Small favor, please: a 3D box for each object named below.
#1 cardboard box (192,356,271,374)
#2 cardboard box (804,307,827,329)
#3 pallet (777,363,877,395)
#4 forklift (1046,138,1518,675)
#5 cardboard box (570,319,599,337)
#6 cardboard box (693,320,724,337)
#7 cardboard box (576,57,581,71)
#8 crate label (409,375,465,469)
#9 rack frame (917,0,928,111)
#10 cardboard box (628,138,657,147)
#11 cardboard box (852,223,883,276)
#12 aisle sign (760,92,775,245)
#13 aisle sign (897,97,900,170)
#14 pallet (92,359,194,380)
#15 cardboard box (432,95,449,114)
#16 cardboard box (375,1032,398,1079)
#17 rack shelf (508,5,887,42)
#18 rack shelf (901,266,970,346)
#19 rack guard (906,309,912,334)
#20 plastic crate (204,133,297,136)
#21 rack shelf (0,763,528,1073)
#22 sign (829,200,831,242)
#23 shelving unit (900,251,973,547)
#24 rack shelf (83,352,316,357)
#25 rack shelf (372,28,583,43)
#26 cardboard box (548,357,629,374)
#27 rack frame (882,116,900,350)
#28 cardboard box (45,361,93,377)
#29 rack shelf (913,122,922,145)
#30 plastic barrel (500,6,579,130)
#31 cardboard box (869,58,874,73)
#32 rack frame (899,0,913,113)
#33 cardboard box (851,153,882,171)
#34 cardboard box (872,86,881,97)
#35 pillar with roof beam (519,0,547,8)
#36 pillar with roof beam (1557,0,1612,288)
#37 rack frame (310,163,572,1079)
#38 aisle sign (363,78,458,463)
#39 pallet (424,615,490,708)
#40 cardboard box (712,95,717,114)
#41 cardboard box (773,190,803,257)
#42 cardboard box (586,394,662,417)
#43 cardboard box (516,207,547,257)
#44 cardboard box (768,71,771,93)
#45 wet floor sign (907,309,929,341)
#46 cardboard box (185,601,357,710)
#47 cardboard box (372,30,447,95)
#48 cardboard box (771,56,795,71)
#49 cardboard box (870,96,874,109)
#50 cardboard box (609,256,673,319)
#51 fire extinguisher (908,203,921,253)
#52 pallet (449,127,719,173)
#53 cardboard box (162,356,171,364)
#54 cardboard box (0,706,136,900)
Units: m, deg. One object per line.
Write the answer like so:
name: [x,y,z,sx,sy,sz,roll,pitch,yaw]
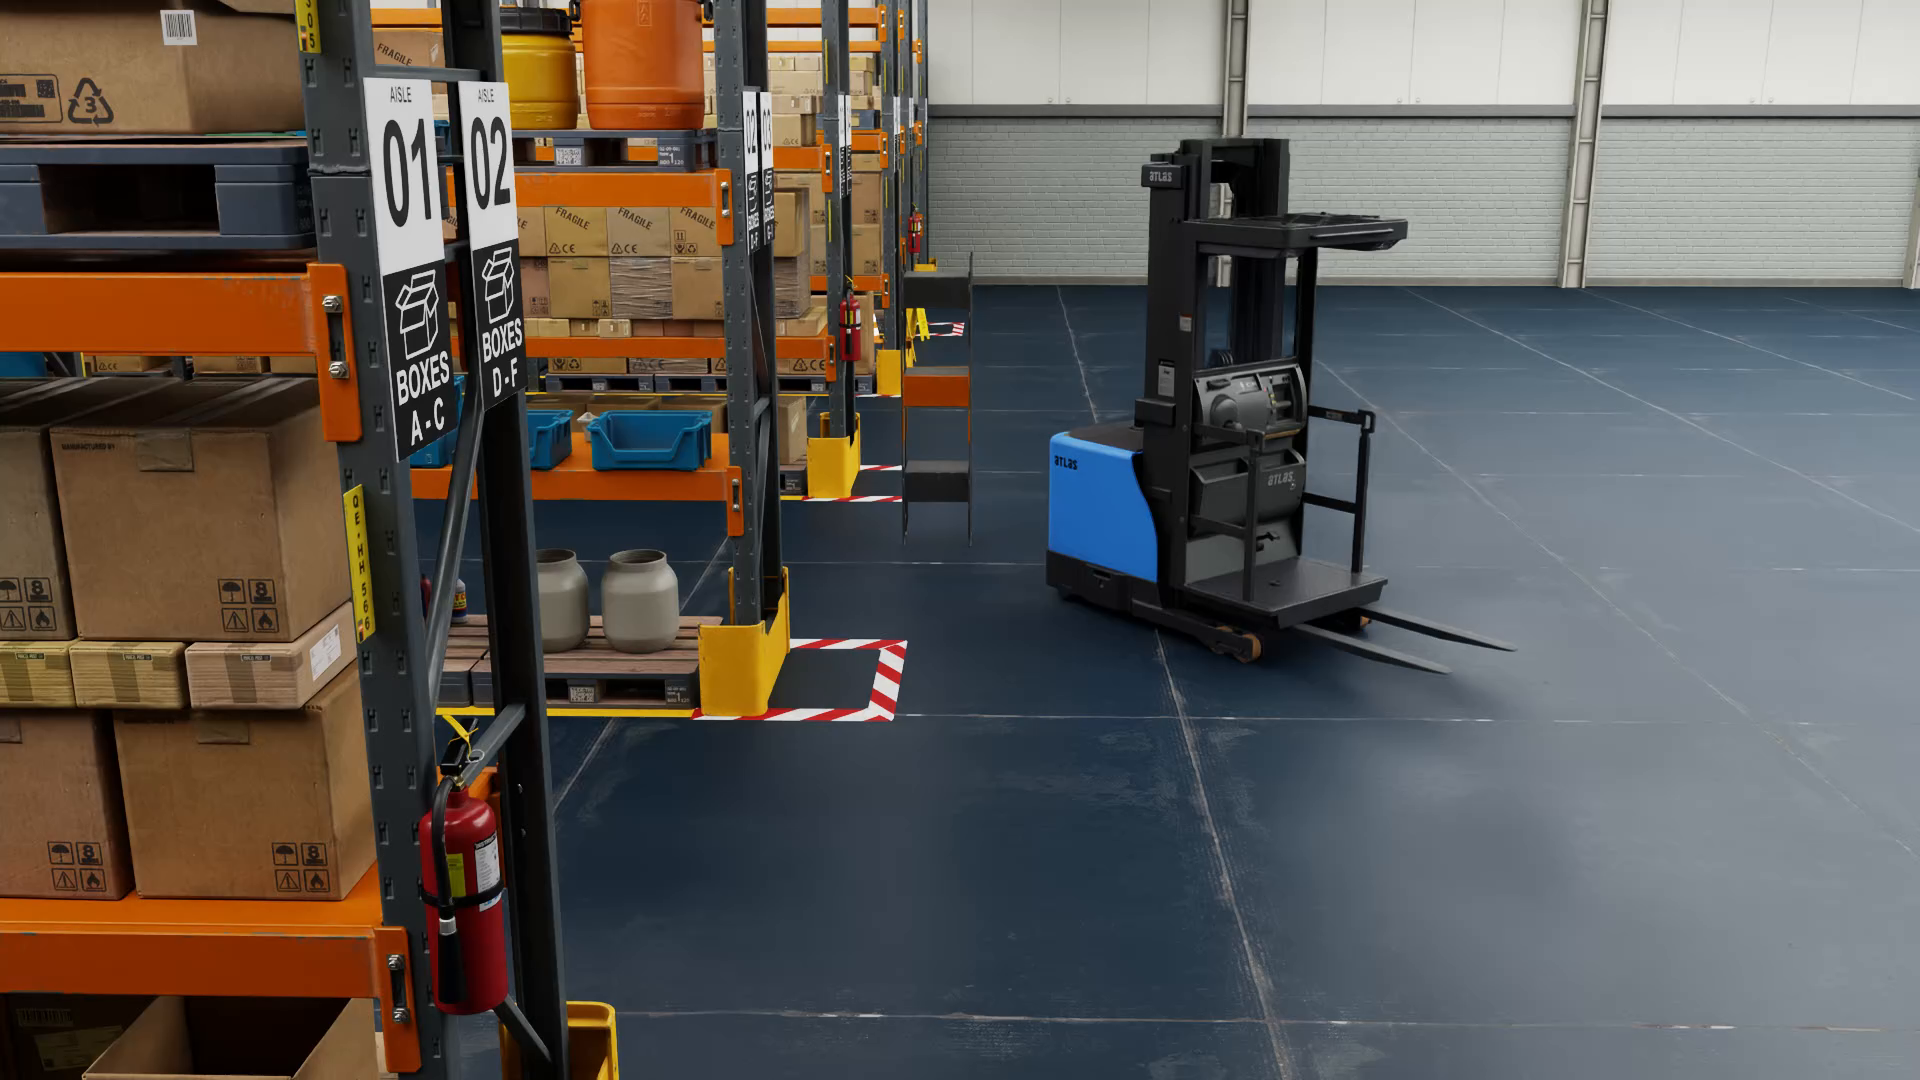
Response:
cardboard box: [-8.153,-2.345,18.933,0.750,0.750,1.050,0,15,1]
cardboard box: [-1.269,-1.881,14.082,0.250,0.149,0.380,0,15,1]
pallet: [-1.563,-1.841,18.904,1.213,0.211,1.003,0,15,1]
forklift: [1.880,-0.849,9.813,1.130,2.935,3.031,-12,19,-37]
cardboard box: [-3.030,-1.770,13.661,0.250,0.149,0.380,0,15,1]
cardboard box: [-2.031,-1.763,13.636,0.250,0.149,0.380,0,15,1]
cardboard box: [-4.150,-5.106,17.842,0.250,0.149,0.380,0,15,1]
crate label: [-2.963,-0.637,8.804,0.616,0.435,0.502,0,15,1]
rack frame: [-0.614,-8.634,27.424,0.127,3.000,1.000,0,15,1]
cardboard box: [-2.490,-3.264,13.246,0.500,0.250,0.500,1,15,3]
cardboard box: [-1.134,-3.267,18.550,0.550,0.550,0.875,0,15,1]
aisle sign: [-1.037,-2.008,8.975,0.004,0.787,0.394,0,15,1]
aisle sign: [-0.684,-4.537,18.561,0.004,0.787,0.394,0,15,1]
pallet: [-9.541,-1.913,19.178,1.213,0.211,1.003,0,15,1]
cardboard box: [-4.132,-3.464,13.223,0.250,0.149,0.380,0,15,2]
cardboard box: [-1.777,1.653,4.763,0.500,0.250,0.500,0,15,1]
rack shelf: [-2.761,-5.577,18.031,4.000,0.370,1.077,0,15,1]
rack shelf: [-0.165,-1.680,11.901,0.480,0.518,0.431,0,15,1]
rack guard: [-0.813,-3.259,23.712,0.348,0.500,1.175,0,15,1]
plastic crate: [-3.545,-1.971,8.466,0.450,0.188,0.336,0,15,1]
rack shelf: [-3.246,0.921,4.378,4.000,0.370,1.077,0,15,1]
sign: [-1.024,-2.511,13.088,0.005,0.325,0.100,0,15,1]
shelving unit: [-0.165,-1.016,12.076,0.503,2.100,0.431,0,15,1]
rack shelf: [-6.988,-1.631,14.052,4.000,0.370,1.077,0,15,1]
rack shelf: [-6.735,-6.866,22.917,4.000,0.370,1.077,0,15,1]
cardboard box: [-4.134,-2.384,18.837,0.875,0.875,0.875,1,15,2]
rack frame: [-0.762,-3.204,18.604,0.127,3.000,1.000,0,15,1]
cardboard box: [-7.786,-1.361,14.186,0.500,0.250,0.500,2,15,8]
rack shelf: [-2.613,-6.848,27.948,4.000,0.370,1.077,0,15,1]
plastic barrel: [-2.259,-2.396,8.470,0.600,0.588,0.600,0,15,0]
cardboard box: [-1.088,-5.253,18.401,0.250,0.149,0.380,1,15,2]
rack frame: [-0.737,-7.368,22.626,0.127,3.000,1.000,0,15,1]
cardboard box: [-1.253,-5.090,23.015,0.500,0.500,0.700,0,15,0]
cardboard box: [-1.082,-6.108,22.662,0.250,0.149,0.380,1,15,2]
pillar with roof beam: [-7.395,-7.809,24.299,0.400,9.000,9.100,0,15,1]
pillar with roof beam: [10.599,-7.692,23.855,0.400,9.000,9.100,0,15,1]
rack frame: [-1.247,0.586,4.237,0.127,3.000,1.000,0,15,1]
aisle sign: [-1.188,-0.595,3.620,0.004,0.787,0.394,0,15,1]
pallet: [-3.222,0.668,9.395,1.213,0.211,1.003,0,15,1]
cardboard box: [-1.809,-3.438,13.124,0.250,0.149,0.380,0,15,-1]
cardboard box: [-1.546,-2.556,13.409,0.500,0.500,0.500,0,15,1]
cardboard box: [-2.837,-0.947,14.125,0.500,0.500,0.500,2,15,7]
cardboard box: [-3.545,-2.567,13.452,0.500,0.500,0.500,0,15,1]
cardboard box: [-2.260,-4.916,17.905,0.500,0.250,0.500,0,15,1]
wet floor sign: [-0.574,-3.055,22.653,0.232,0.644,0.267,6,16,21]
cardboard box: [-1.633,0.271,3.967,0.250,0.149,0.380,0,15,0]
cardboard box: [-4.532,-3.912,13.649,0.500,0.500,0.500,0,15,0]
cardboard box: [-1.872,-5.091,17.785,0.250,0.149,0.380,1,15,2]
cardboard box: [-1.097,-4.868,18.506,0.250,0.149,0.380,0,15,2]
cardboard box: [-2.541,-2.130,13.752,0.500,0.500,0.875,0,15,1]
fire extinguisher: [-0.634,-4.311,22.953,0.183,0.674,0.296,0,15,1]
pallet: [-1.941,-2.066,8.781,1.213,0.211,1.003,0,15,1]
cardboard box: [-9.460,-2.320,19.331,0.500,0.500,0.500,0,15,-1]
cardboard box: [-2.238,0.530,4.257,0.500,0.500,0.700,1,15,3]
